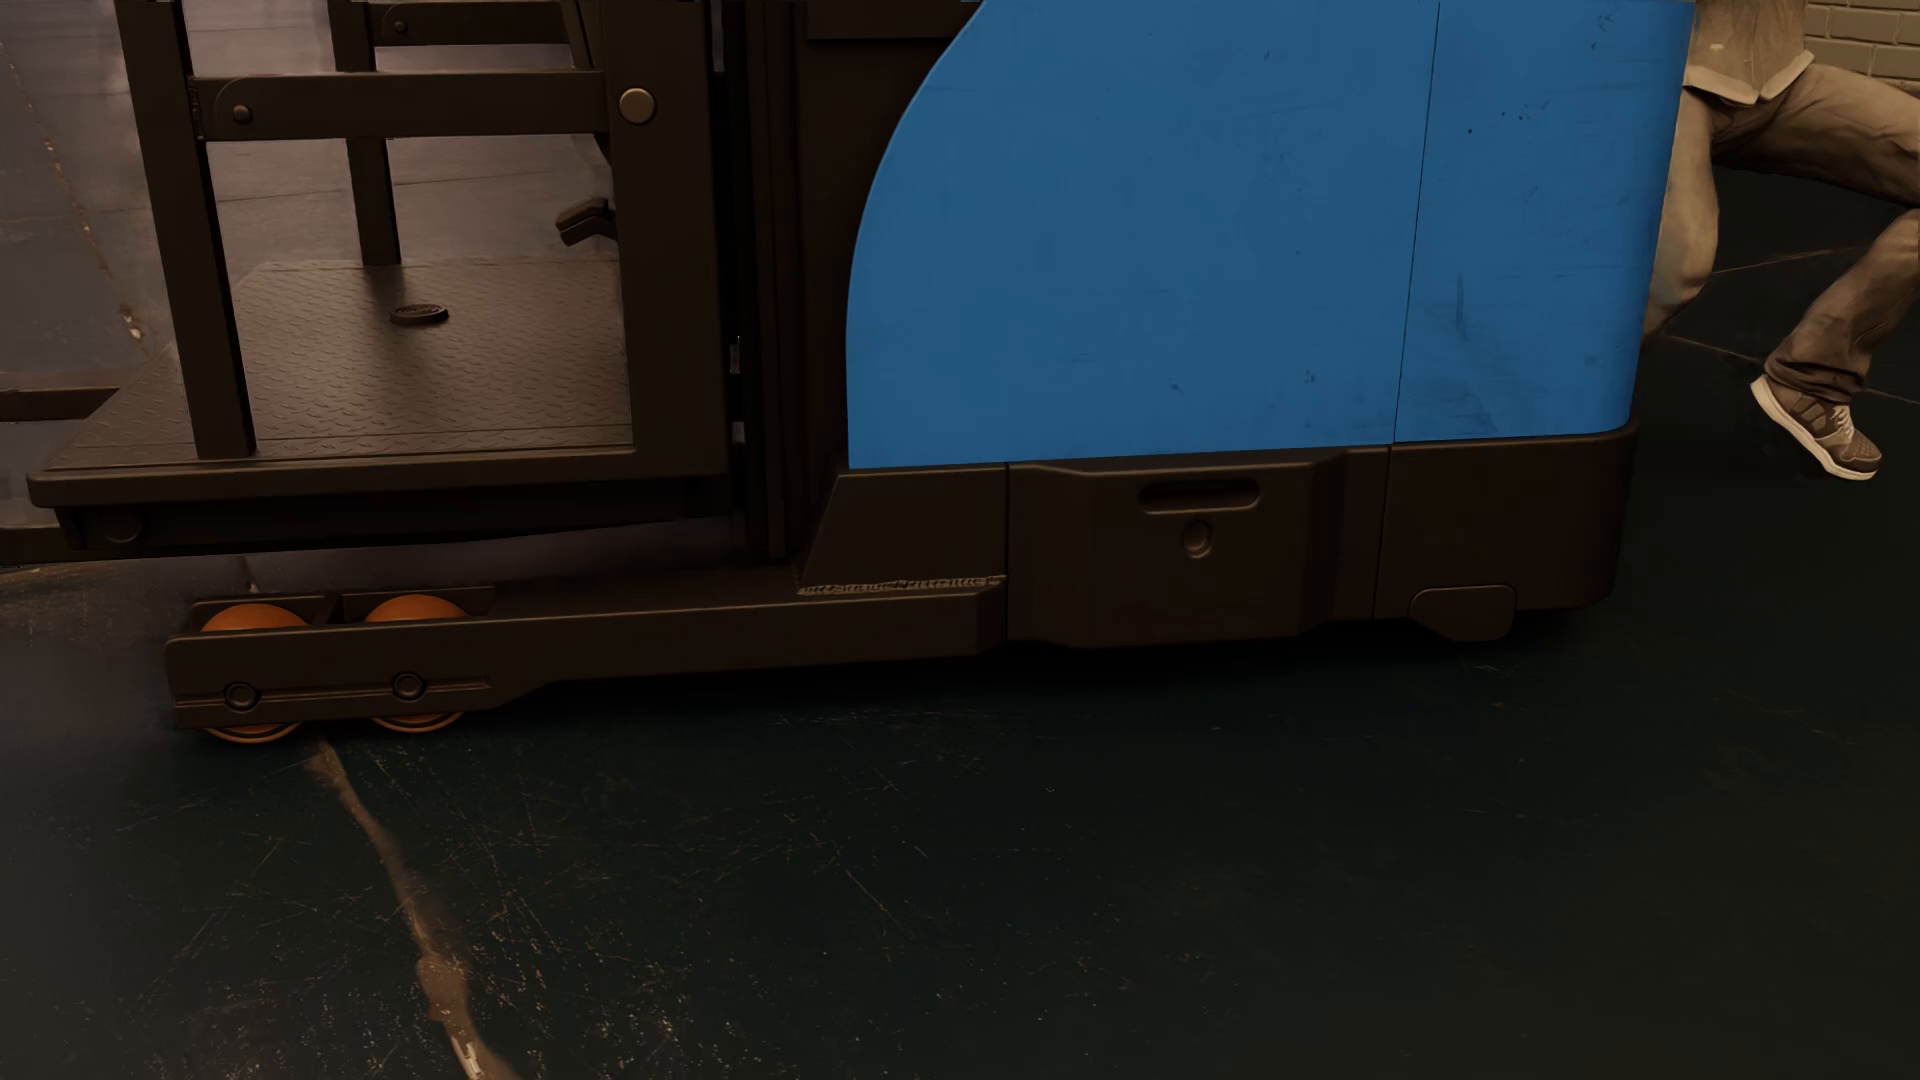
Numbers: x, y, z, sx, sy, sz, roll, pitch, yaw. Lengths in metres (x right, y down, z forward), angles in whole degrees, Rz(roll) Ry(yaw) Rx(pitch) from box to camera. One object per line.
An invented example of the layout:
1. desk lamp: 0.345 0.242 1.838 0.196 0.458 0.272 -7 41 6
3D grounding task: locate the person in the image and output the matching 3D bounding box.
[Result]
1. person: 1.228 -0.683 2.500 0.857 1.353 0.678 -6 23 -14

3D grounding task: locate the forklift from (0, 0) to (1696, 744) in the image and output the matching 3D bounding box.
1. forklift: -0.654 -1.322 1.995 3.031 2.935 1.130 -3 22 -7
